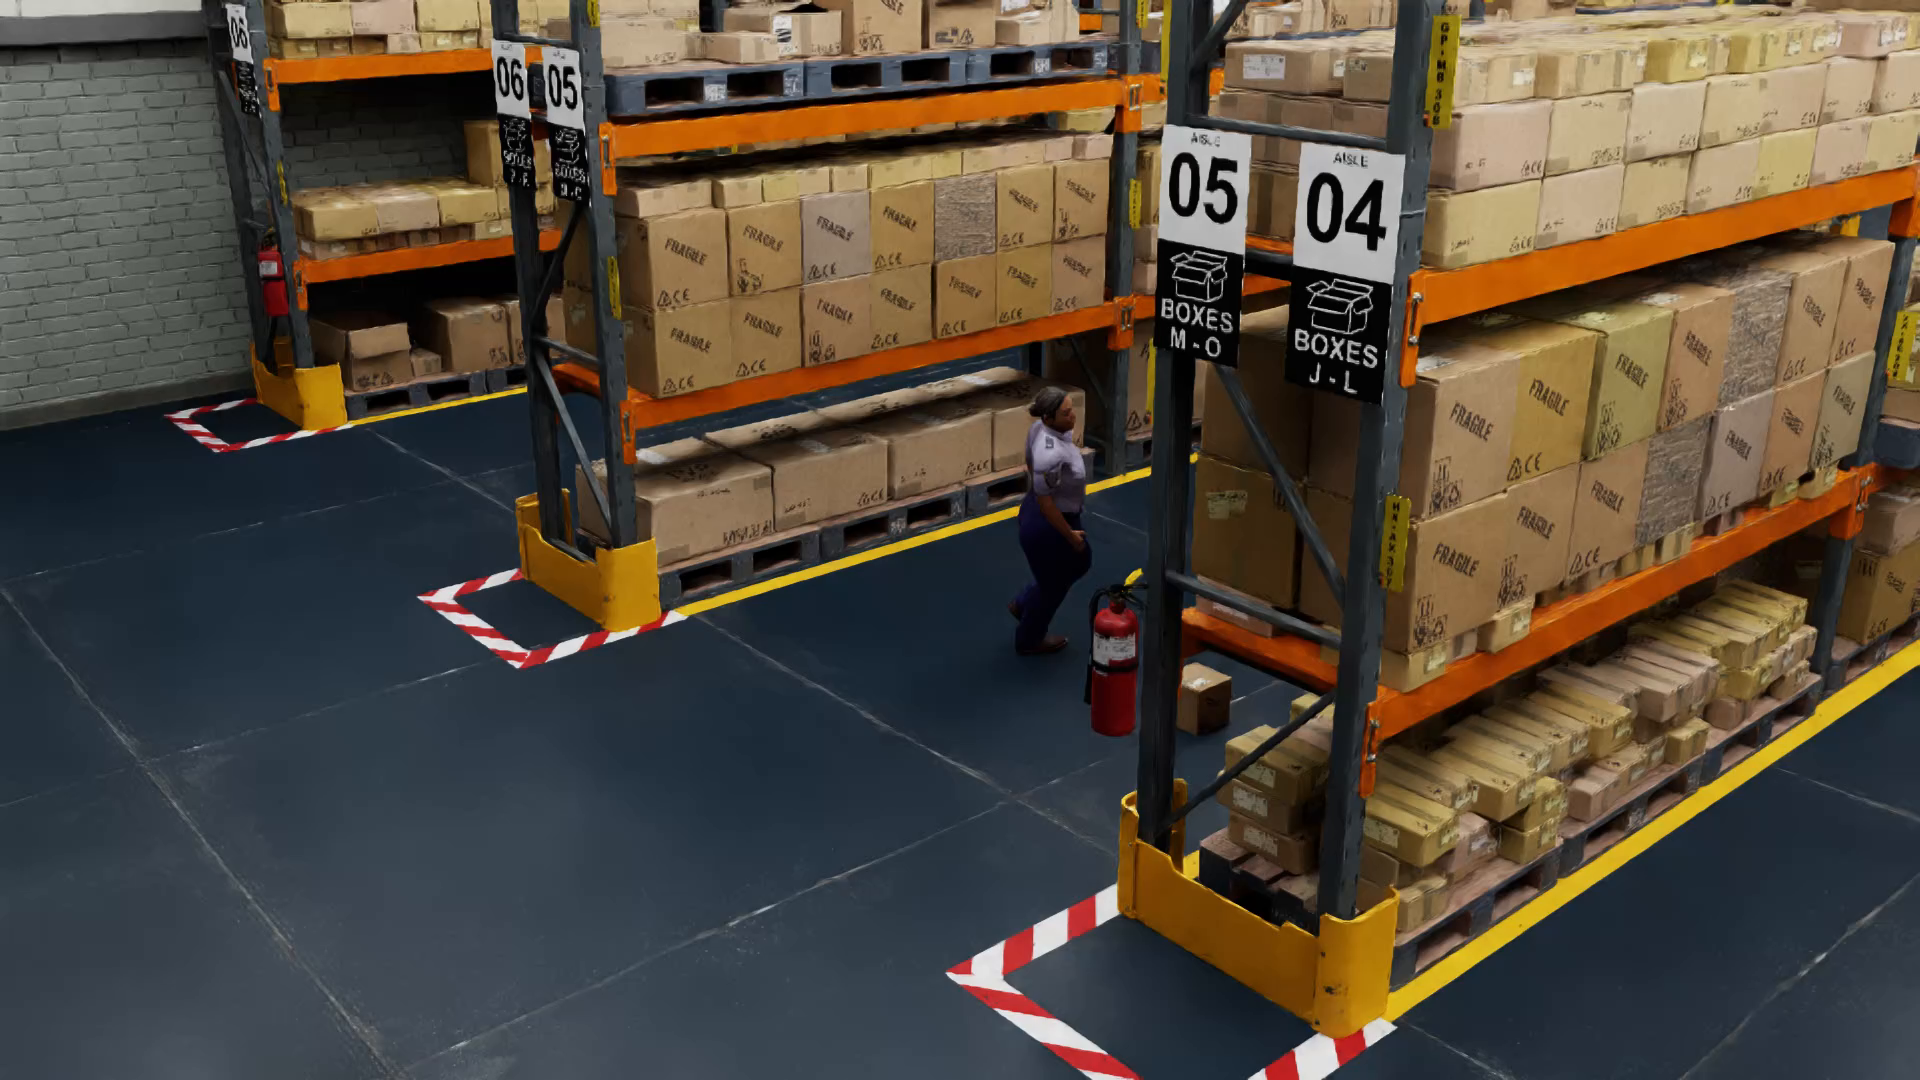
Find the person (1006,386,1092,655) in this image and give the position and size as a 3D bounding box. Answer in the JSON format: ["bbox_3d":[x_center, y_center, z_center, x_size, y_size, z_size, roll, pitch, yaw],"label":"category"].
[{"bbox_3d":[0.500,-0.083,8.883,0.472,1.587,0.647,-1,21,-2],"label":"person"}]
